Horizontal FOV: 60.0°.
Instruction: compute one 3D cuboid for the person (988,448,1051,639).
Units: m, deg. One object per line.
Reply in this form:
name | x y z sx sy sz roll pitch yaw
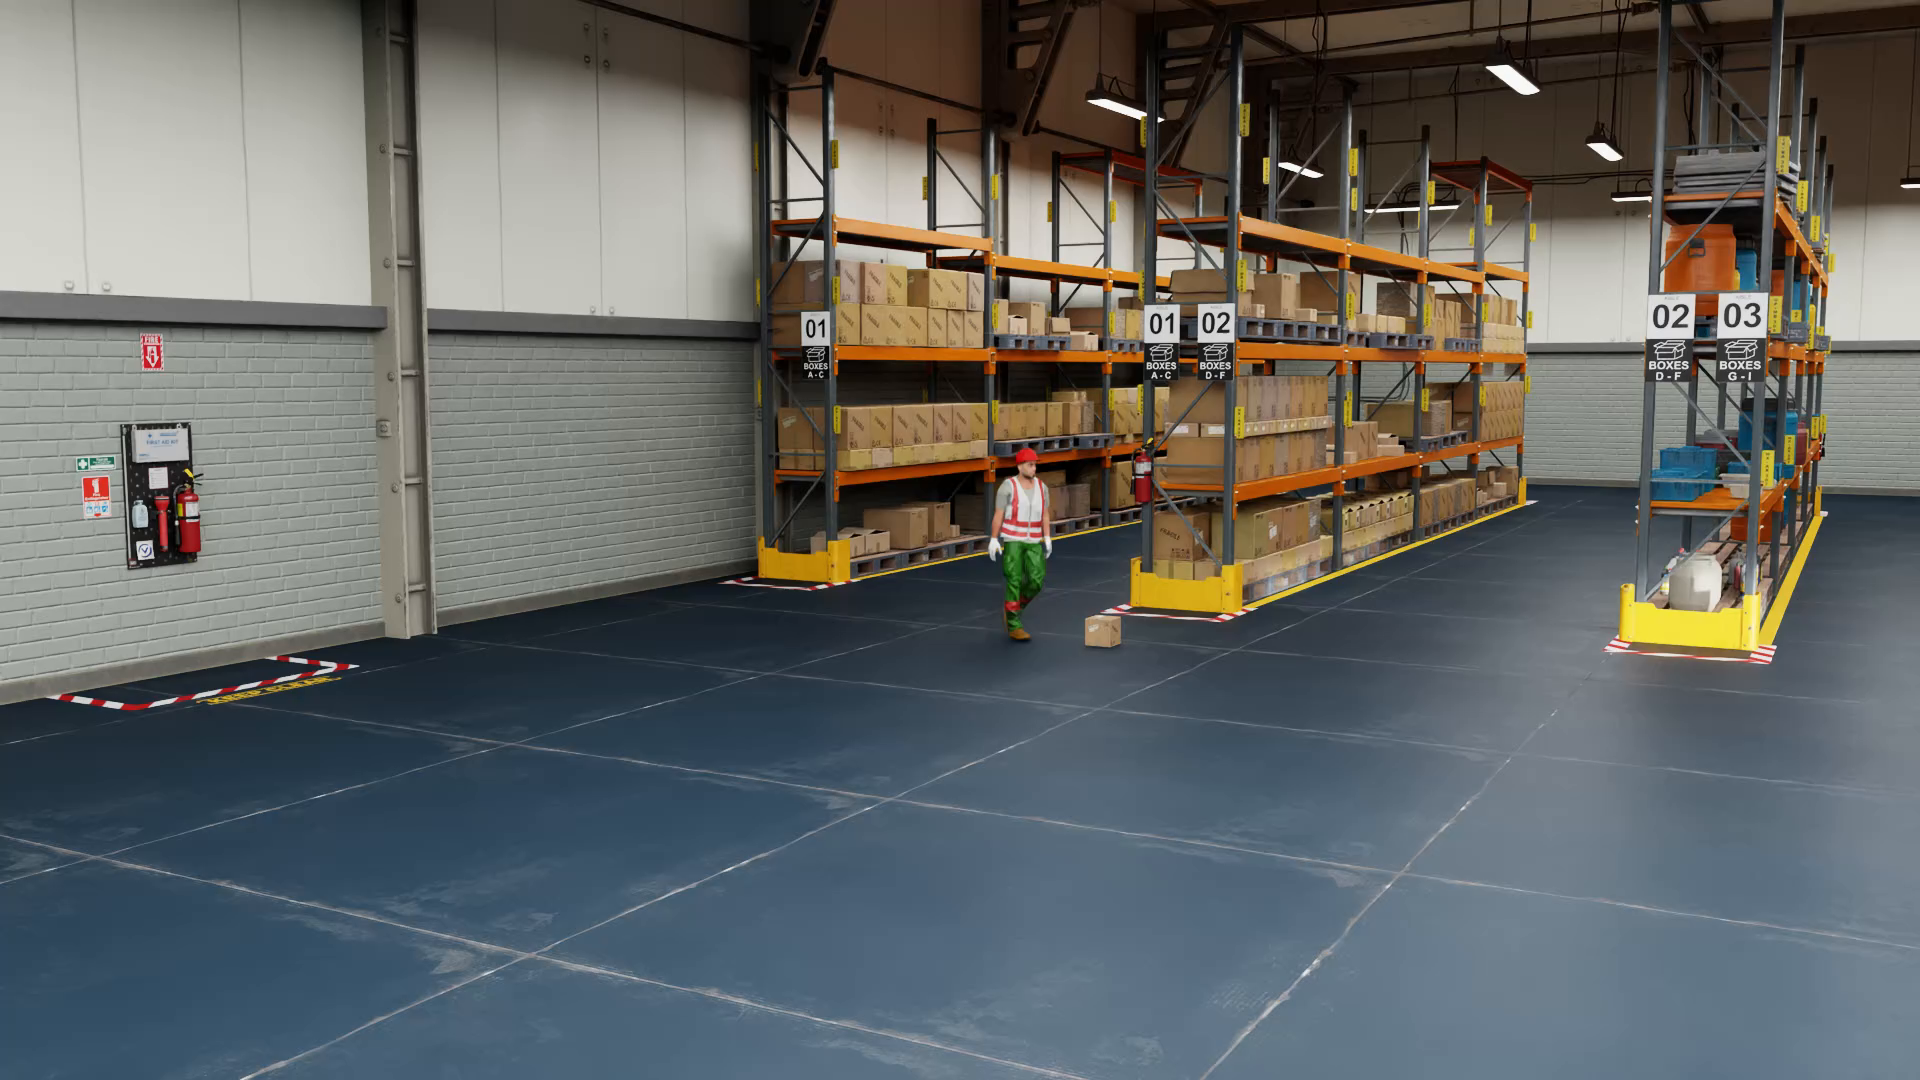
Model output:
person | 0.562 0.025 15.660 0.604 1.784 0.570 -2 6 -23
